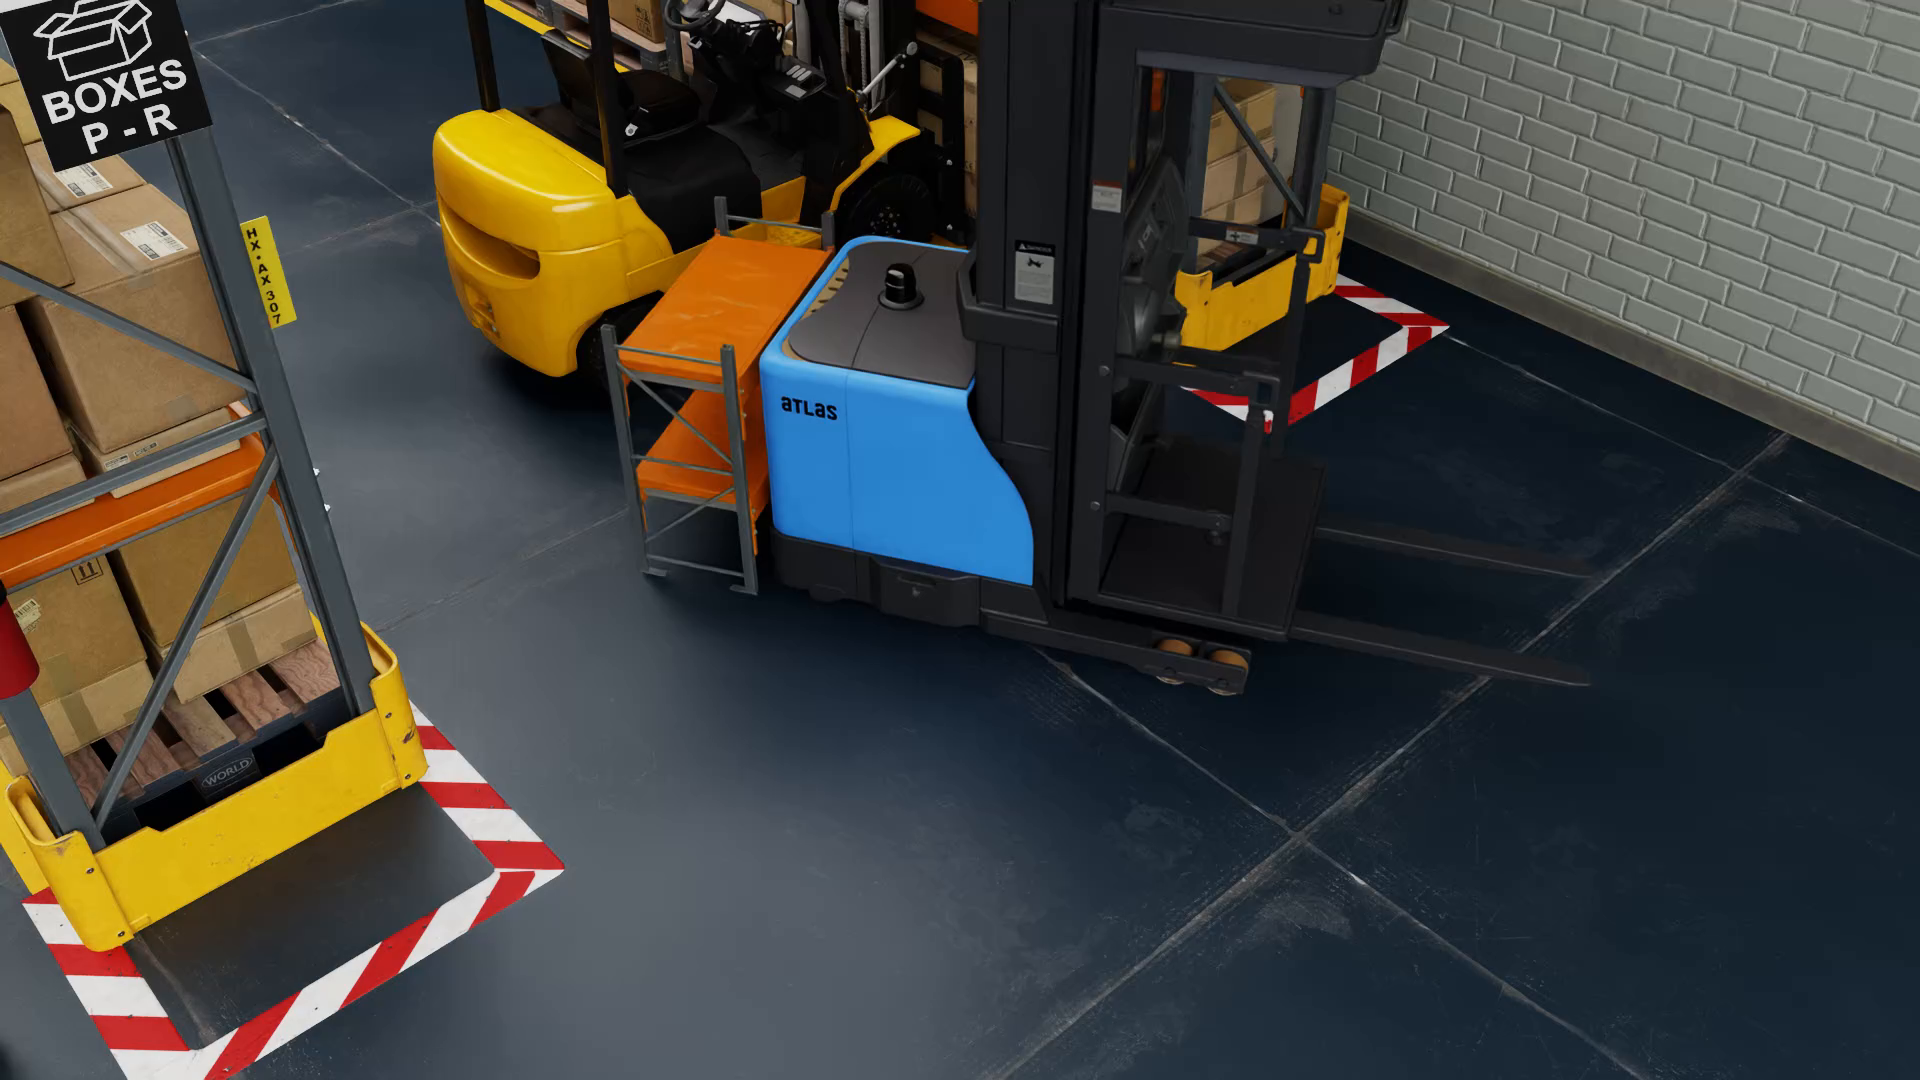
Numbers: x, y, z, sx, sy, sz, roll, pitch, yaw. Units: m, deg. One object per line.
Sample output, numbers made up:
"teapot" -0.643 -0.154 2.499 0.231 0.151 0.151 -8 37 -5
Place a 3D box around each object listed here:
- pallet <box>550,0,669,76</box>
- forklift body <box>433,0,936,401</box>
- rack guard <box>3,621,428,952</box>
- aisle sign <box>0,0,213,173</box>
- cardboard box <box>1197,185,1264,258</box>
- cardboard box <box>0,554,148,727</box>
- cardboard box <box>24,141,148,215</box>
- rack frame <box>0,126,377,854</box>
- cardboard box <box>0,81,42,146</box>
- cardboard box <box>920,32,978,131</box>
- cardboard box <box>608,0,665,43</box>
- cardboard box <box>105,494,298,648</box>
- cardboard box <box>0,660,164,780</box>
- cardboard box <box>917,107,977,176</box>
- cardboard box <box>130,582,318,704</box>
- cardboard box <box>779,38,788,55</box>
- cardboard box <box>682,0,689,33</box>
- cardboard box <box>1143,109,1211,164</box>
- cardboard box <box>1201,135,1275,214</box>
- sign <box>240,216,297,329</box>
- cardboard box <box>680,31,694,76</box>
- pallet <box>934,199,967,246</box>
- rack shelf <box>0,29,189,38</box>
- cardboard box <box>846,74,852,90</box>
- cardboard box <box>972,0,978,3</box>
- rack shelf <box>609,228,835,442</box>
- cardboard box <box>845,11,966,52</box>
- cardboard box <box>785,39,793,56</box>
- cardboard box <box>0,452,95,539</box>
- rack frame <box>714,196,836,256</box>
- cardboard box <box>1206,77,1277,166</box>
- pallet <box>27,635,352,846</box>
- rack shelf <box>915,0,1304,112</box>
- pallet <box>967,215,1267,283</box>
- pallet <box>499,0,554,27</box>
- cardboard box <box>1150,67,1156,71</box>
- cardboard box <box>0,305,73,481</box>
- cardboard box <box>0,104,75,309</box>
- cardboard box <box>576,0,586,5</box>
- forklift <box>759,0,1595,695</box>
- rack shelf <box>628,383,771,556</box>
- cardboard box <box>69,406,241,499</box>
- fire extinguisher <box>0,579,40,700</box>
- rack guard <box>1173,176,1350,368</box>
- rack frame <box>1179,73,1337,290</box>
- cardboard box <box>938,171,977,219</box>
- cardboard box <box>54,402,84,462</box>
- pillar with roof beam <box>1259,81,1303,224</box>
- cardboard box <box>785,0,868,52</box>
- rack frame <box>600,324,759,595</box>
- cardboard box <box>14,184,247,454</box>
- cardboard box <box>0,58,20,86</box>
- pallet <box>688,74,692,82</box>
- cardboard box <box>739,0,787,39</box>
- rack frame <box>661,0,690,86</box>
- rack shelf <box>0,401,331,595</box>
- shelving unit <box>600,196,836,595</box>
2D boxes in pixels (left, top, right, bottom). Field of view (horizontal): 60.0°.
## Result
"pallet" -1.893 -3.365 10.748 1.003 0.211 1.213 -30 48 -32
"forklift body" -1.287 -2.046 7.572 2.313 2.155 1.214 -30 48 -32
"rack guard" -2.365 0.774 5.393 1.175 0.500 0.348 -30 48 -32
"aisle sign" -2.044 -1.277 3.875 0.394 0.787 0.004 -30 48 -32
"cardboard box" 1.152 -1.678 8.295 0.500 0.250 0.500 -30 48 -32
"cardboard box" -3.048 0.192 5.383 0.500 0.500 0.500 -30 47 -31
"cardboard box" -2.783 -0.893 5.152 0.500 0.500 0.500 -28 47 -31
"rack frame" -2.314 -0.163 4.564 1.000 3.000 0.127 -30 48 -32
"cardboard box" -3.128 -1.128 5.443 0.500 0.500 0.500 -31 48 -33
"cardboard box" 0.100 -2.300 8.269 0.500 0.250 0.500 -29 47 -31
"cardboard box" -1.727 -3.602 10.378 0.875 0.625 0.625 -28 46 -30
"cardboard box" -2.672 -0.050 5.682 0.500 0.500 0.500 -32 49 -33
"cardboard box" -3.075 0.472 5.632 0.500 0.250 0.500 -30 48 -32
"cardboard box" 0.084 -2.121 8.445 0.500 0.250 0.500 -31 48 -33
"cardboard box" -2.656 0.253 5.904 0.500 0.250 0.500 -30 48 -32
"cardboard box" -0.924 -2.826 9.318 0.500 0.250 0.500 -30 48 -32
"cardboard box" -1.266 -3.058 9.606 0.500 0.250 0.500 -30 48 -32
"cardboard box" 0.799 -1.837 7.696 0.500 0.250 0.500 -28 47 -30
"cardboard box" 1.175 -1.868 8.132 0.500 0.250 0.500 -29 47 -31
"sign" -1.914 -0.730 4.578 0.100 0.325 0.005 -30 48 -32
"cardboard box" -1.282 -2.854 9.751 0.500 0.250 0.500 -29 47 -31
"pallet" -0.029 -2.090 9.169 1.003 0.211 1.213 -30 48 -32
"rack shelf" -3.667 -1.976 4.994 1.077 0.370 4.000 -30 48 -32
"cardboard box" -0.251 -2.354 8.734 0.500 0.250 0.500 -30 48 -32
"cardboard box" 0.123 -2.910 7.886 0.500 0.500 0.500 -31 48 -32
"rack shelf" -0.886 -0.811 6.392 0.538 0.278 1.000 11 40 13
"cardboard box" -0.237 -2.538 8.564 0.500 0.250 0.500 -31 48 -33
"cardboard box" -0.592 -2.589 9.024 0.500 0.250 0.500 -30 48 -32
"cardboard box" -2.724 -0.147 4.745 0.380 0.149 0.250 -28 47 -30
"rack frame" -0.741 -0.889 6.955 0.500 1.125 0.032 11 40 13
"cardboard box" 1.154 -2.060 7.971 0.500 0.250 0.500 -31 48 -32
"pallet" -2.889 0.496 5.968 1.003 0.211 1.213 -30 48 -32
"rack shelf" -0.013 -2.920 8.550 1.077 0.370 4.000 -30 48 -32
"pallet" 0.792 -1.525 8.471 1.003 0.211 1.213 -30 48 -32
"pallet" -2.722 -3.930 11.448 1.003 0.211 1.213 -30 48 -32
"cardboard box" 0.814 -2.429 7.291 0.500 0.500 0.500 -31 48 -33
"cardboard box" -2.884 -0.452 4.606 0.500 0.500 0.500 -31 48 -32
"cardboard box" -2.820 -0.850 4.303 0.700 0.500 0.500 -31 48 -33
"cardboard box" -2.246 -3.964 10.826 0.875 0.625 0.625 -30 48 -32
"forklift" 0.847 -0.951 5.595 3.031 2.935 1.130 11 40 14
"rack shelf" -0.886 -0.393 6.730 0.538 0.278 1.000 11 40 13
"cardboard box" -2.391 -0.310 4.947 0.380 0.149 0.250 -30 48 -32
"fire extinguisher" -2.576 0.116 4.281 0.296 0.674 0.183 -30 48 -32
"rack guard" 1.356 -1.290 7.950 1.175 0.500 0.348 -30 48 -32
"rack frame" 1.340 -2.274 7.178 1.000 3.000 0.127 -30 48 -32
"cardboard box" 0.128 -1.920 8.595 0.500 0.250 0.500 -29 47 -31
"cardboard box" -2.573 -0.421 5.084 0.380 0.149 0.250 -29 47 -31
"pillar with roof beam" -1.638 -3.484 3.901 9.100 9.000 0.400 -30 48 -32
"cardboard box" -0.586 -2.784 8.869 0.500 0.250 0.500 -28 47 -30
"rack frame" -1.031 -0.277 6.197 0.500 1.125 0.032 11 40 13
"cardboard box" -2.430 -0.655 4.857 0.500 0.500 0.500 -31 48 -32
"cardboard box" -3.478 -1.360 5.731 0.500 0.500 0.500 -31 48 -33
"pallet" -0.859 -2.655 9.869 1.003 0.211 1.213 -30 48 -32
"cardboard box" -0.931 -3.010 9.148 0.500 0.250 0.500 -30 48 -32
"rack frame" -1.366 -4.125 9.470 1.000 3.000 0.127 -30 48 -32
"rack shelf" -3.667 -0.809 5.937 1.077 0.370 4.000 -30 48 -32
"shelving unit" -0.886 -0.583 6.576 0.538 1.125 1.048 11 40 13
